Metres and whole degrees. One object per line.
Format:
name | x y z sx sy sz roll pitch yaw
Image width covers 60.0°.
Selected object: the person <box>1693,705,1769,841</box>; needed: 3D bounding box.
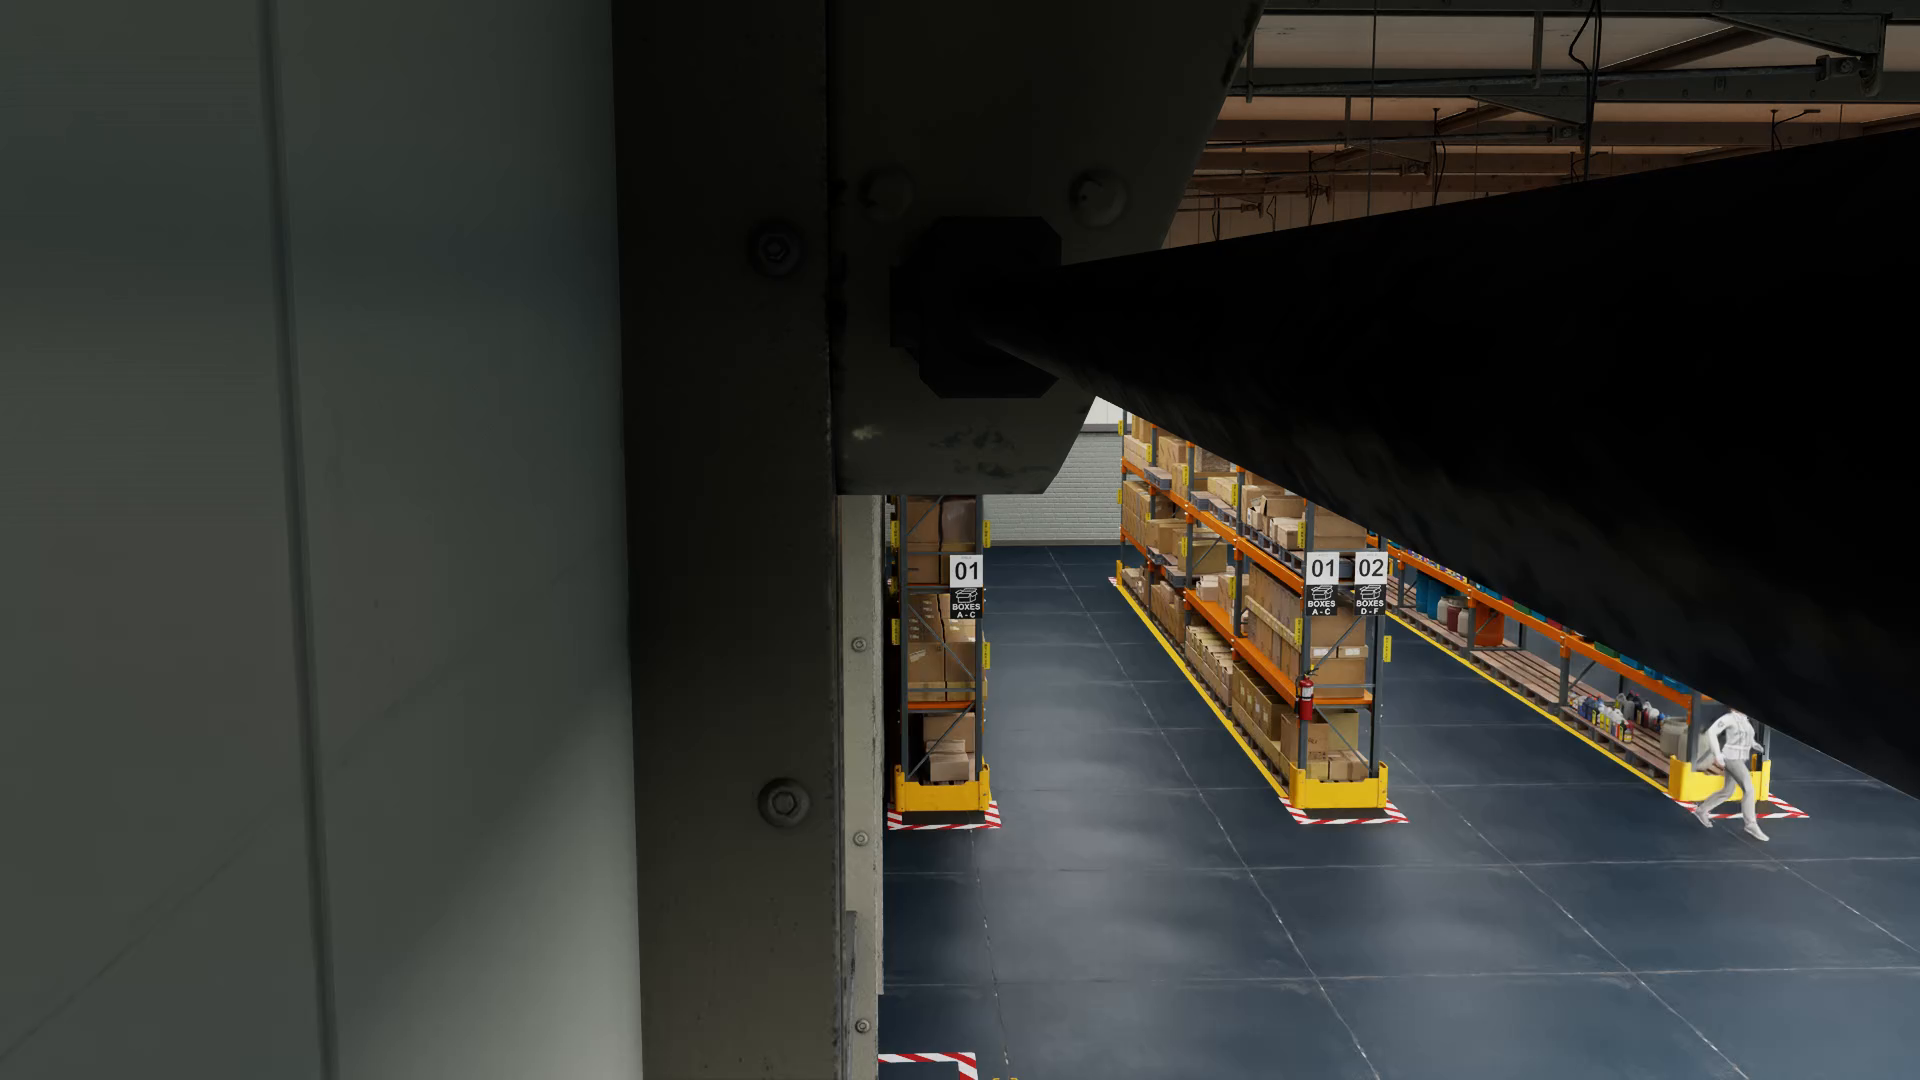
person | 9.181 2.614 19.620 0.864 1.687 0.618 7 11 40
